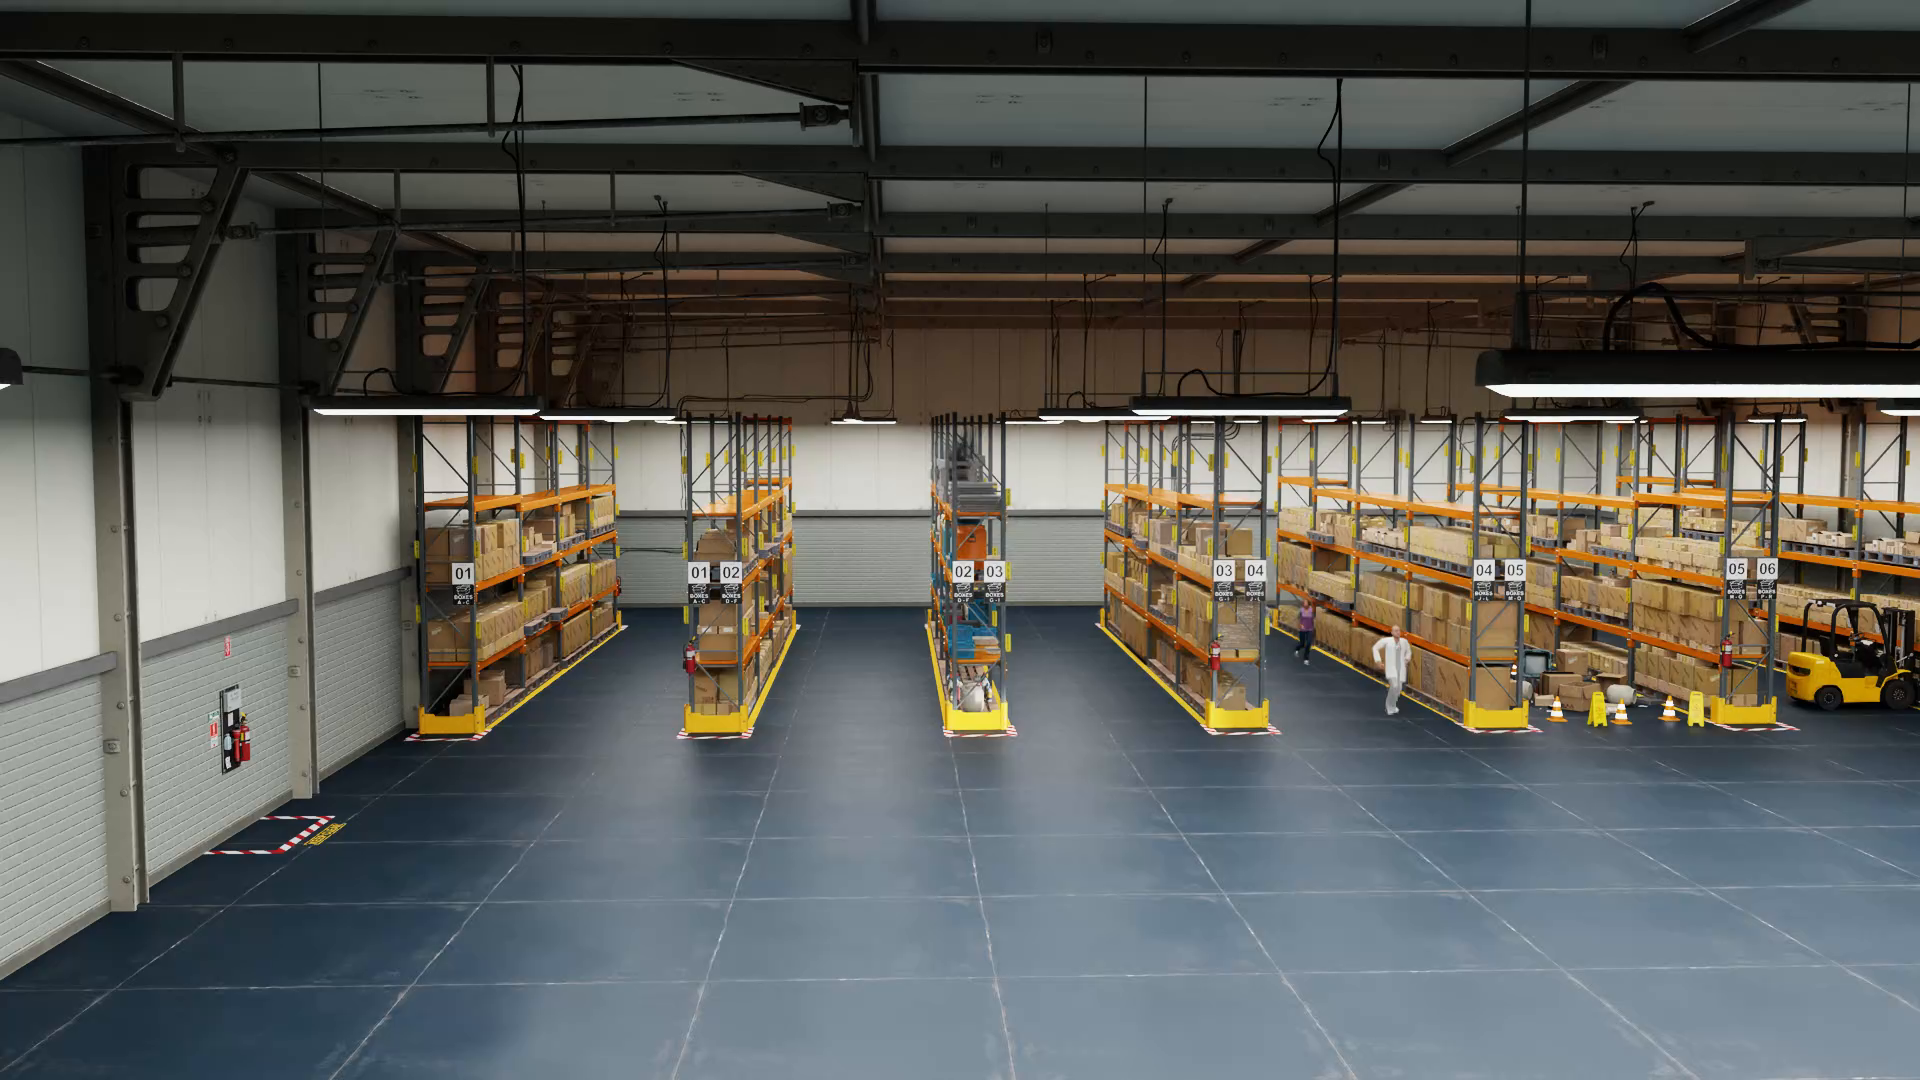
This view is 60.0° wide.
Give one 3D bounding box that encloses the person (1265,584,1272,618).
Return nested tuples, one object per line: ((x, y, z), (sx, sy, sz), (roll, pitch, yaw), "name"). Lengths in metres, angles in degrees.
((8.842, 1.606, 48.790), (0.742, 1.626, 0.605), (-1, 4, -13), "person")

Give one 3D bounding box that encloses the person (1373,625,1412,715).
((8.667, 2.607, 33.163), (0.733, 1.805, 0.679), (-1, 4, -10), "person")

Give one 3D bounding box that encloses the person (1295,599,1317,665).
((8.375, 2.208, 40.324), (0.544, 1.588, 0.710), (0, 4, -3), "person")
